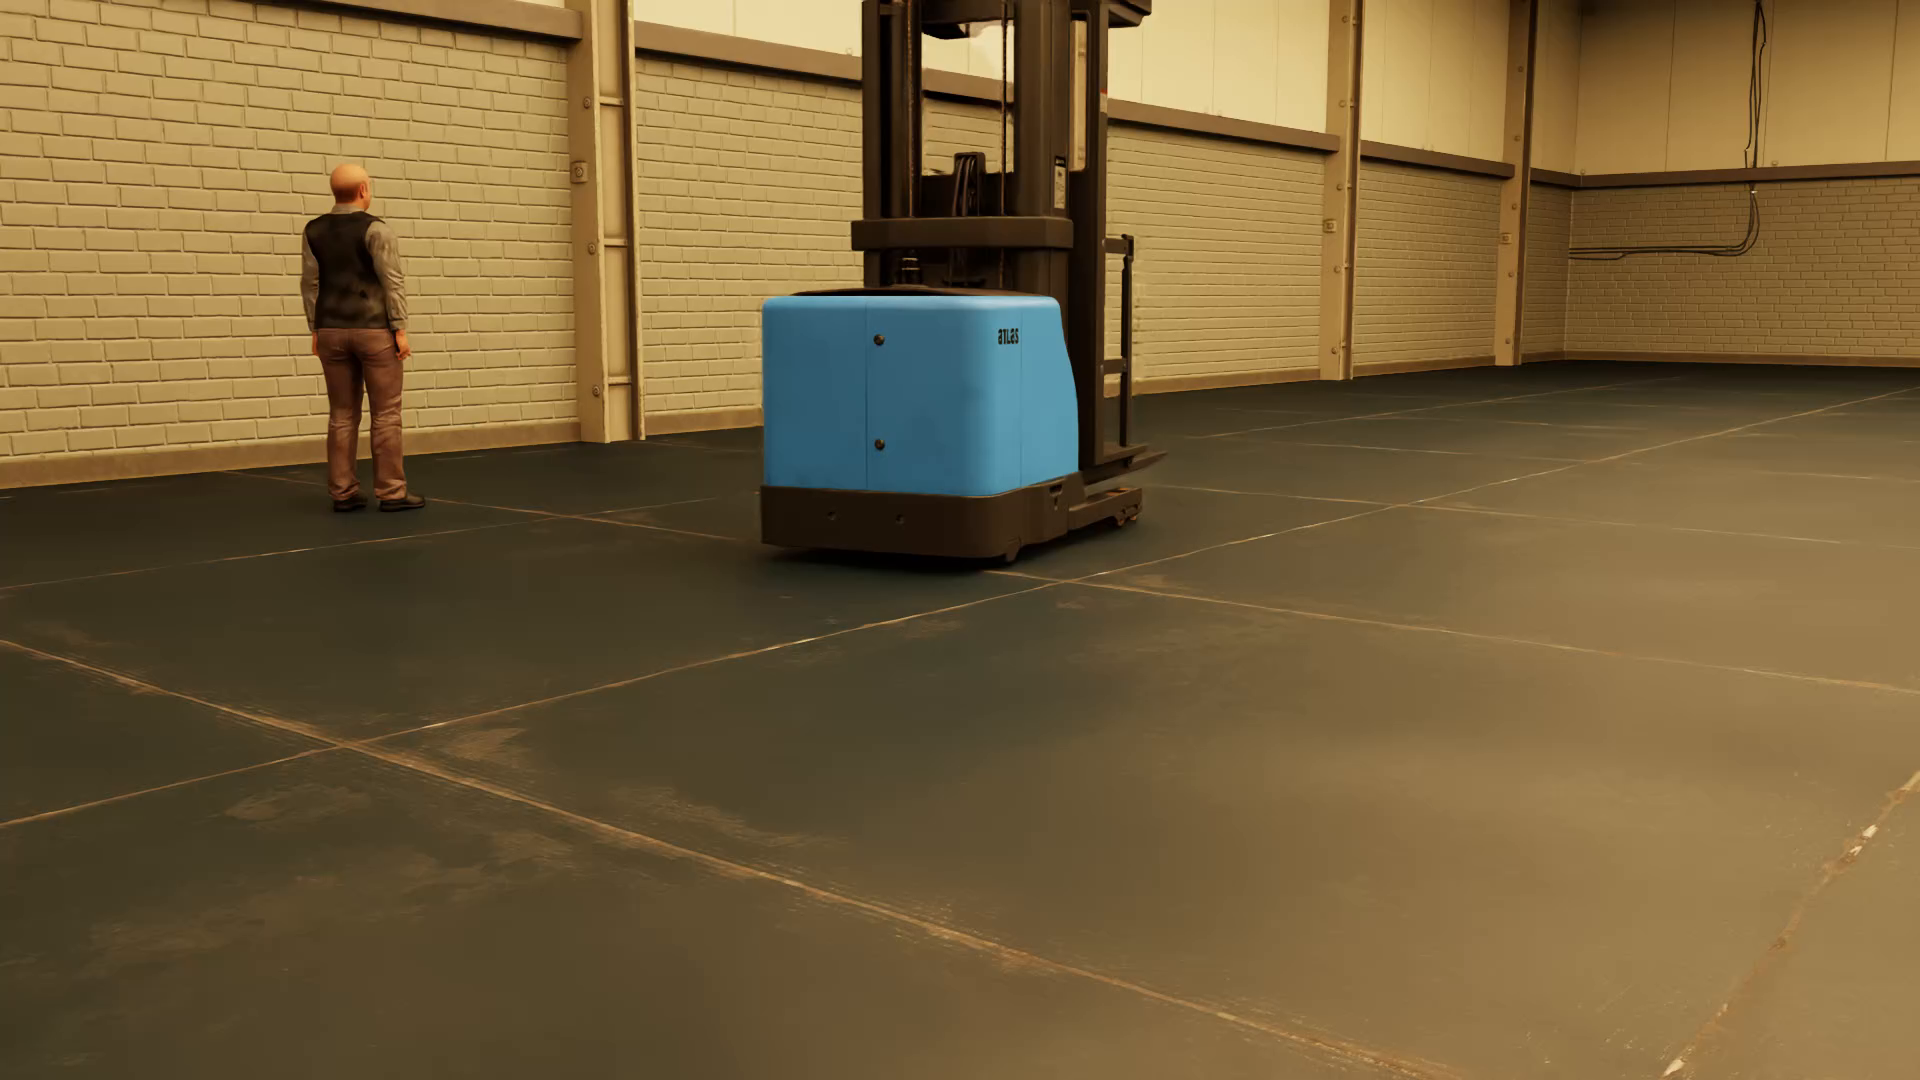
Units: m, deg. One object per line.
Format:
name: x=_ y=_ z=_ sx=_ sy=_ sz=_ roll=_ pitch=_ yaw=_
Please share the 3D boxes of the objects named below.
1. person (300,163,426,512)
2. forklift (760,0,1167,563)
person: x=-3.011 y=-1.010 z=8.364 sx=0.535 sy=1.725 sz=0.362 roll=2 pitch=8 yaw=10
forklift: x=0.232 y=-1.535 z=7.769 sx=1.130 sy=2.935 sz=3.031 roll=4 pitch=9 yaw=23
